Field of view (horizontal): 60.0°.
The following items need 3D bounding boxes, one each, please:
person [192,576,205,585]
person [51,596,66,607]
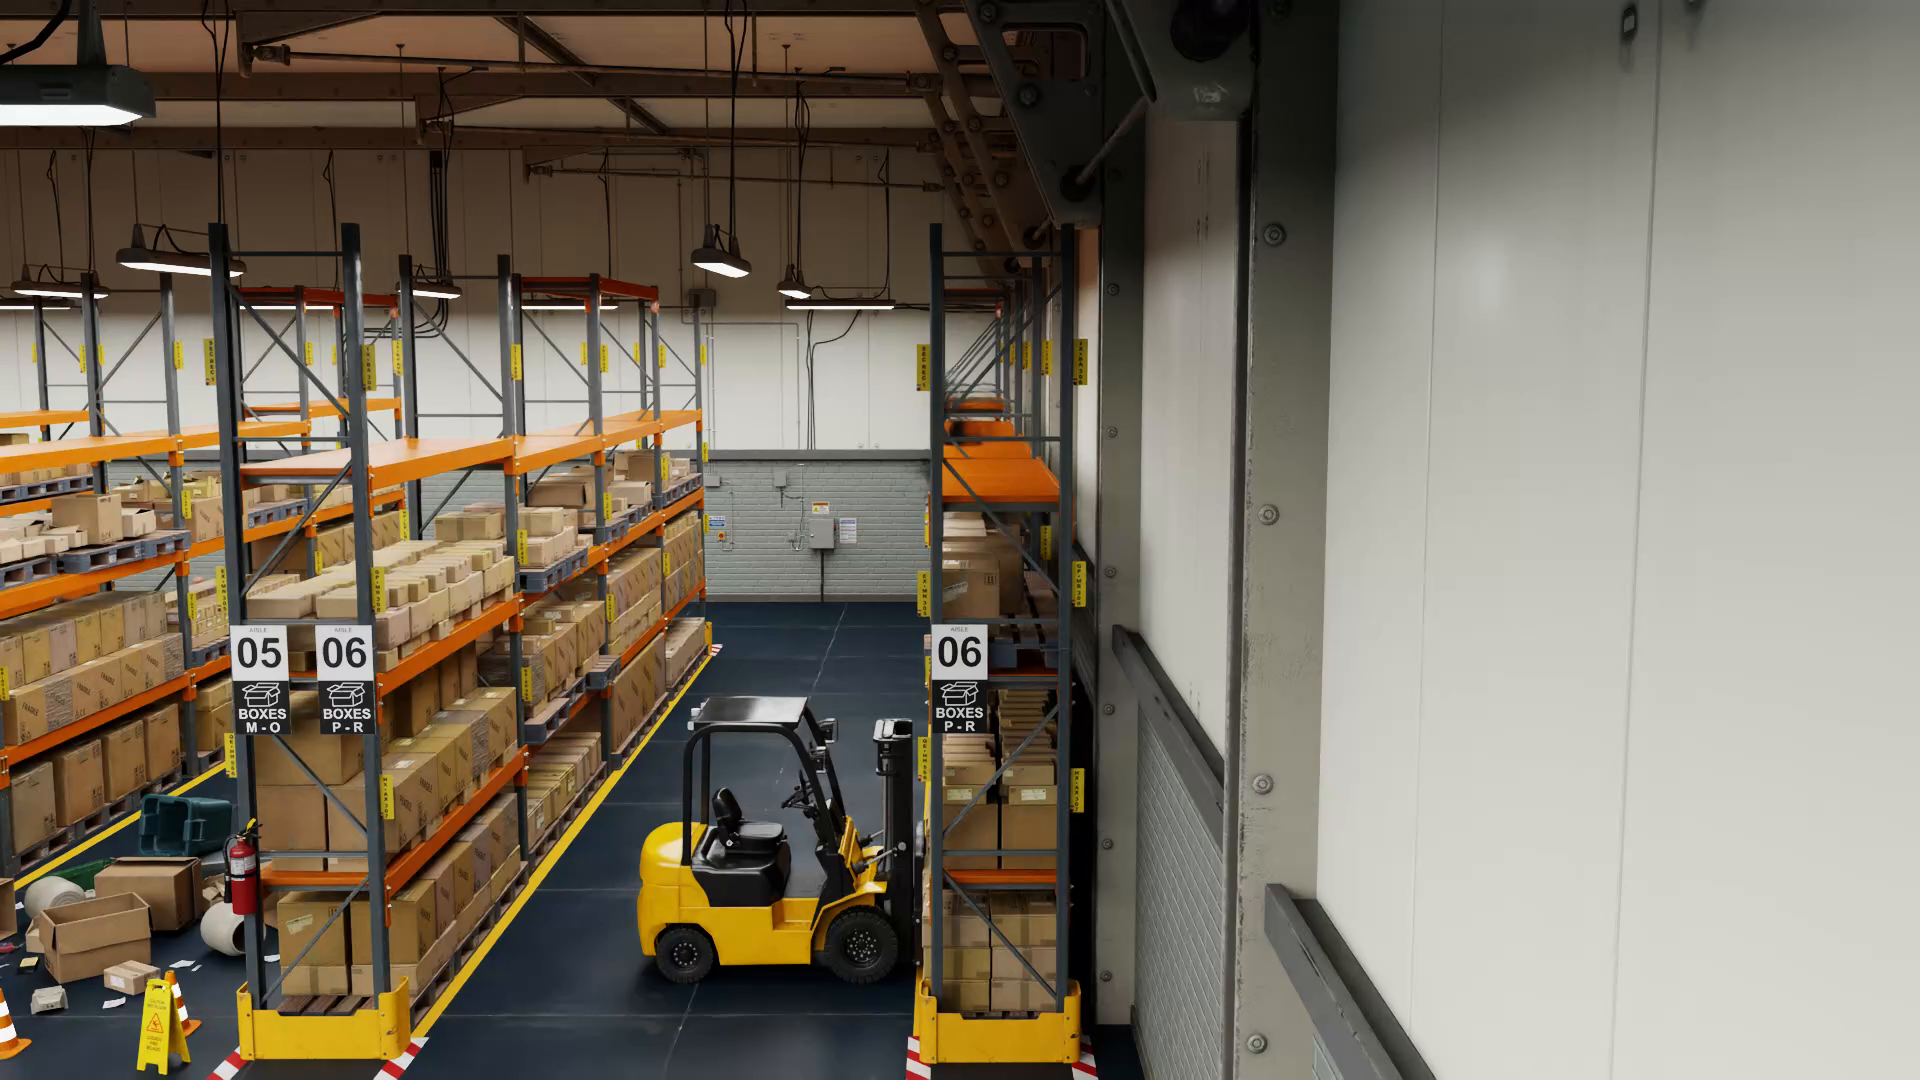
[{"bbox_3d":[-11.537,1.394,25.137,0.651,1.679,0.590,0,7,-2],"label":"person"},{"bbox_3d":[-12.806,1.602,23.724,0.502,1.643,0.801,-1,7,-9],"label":"person"}]
